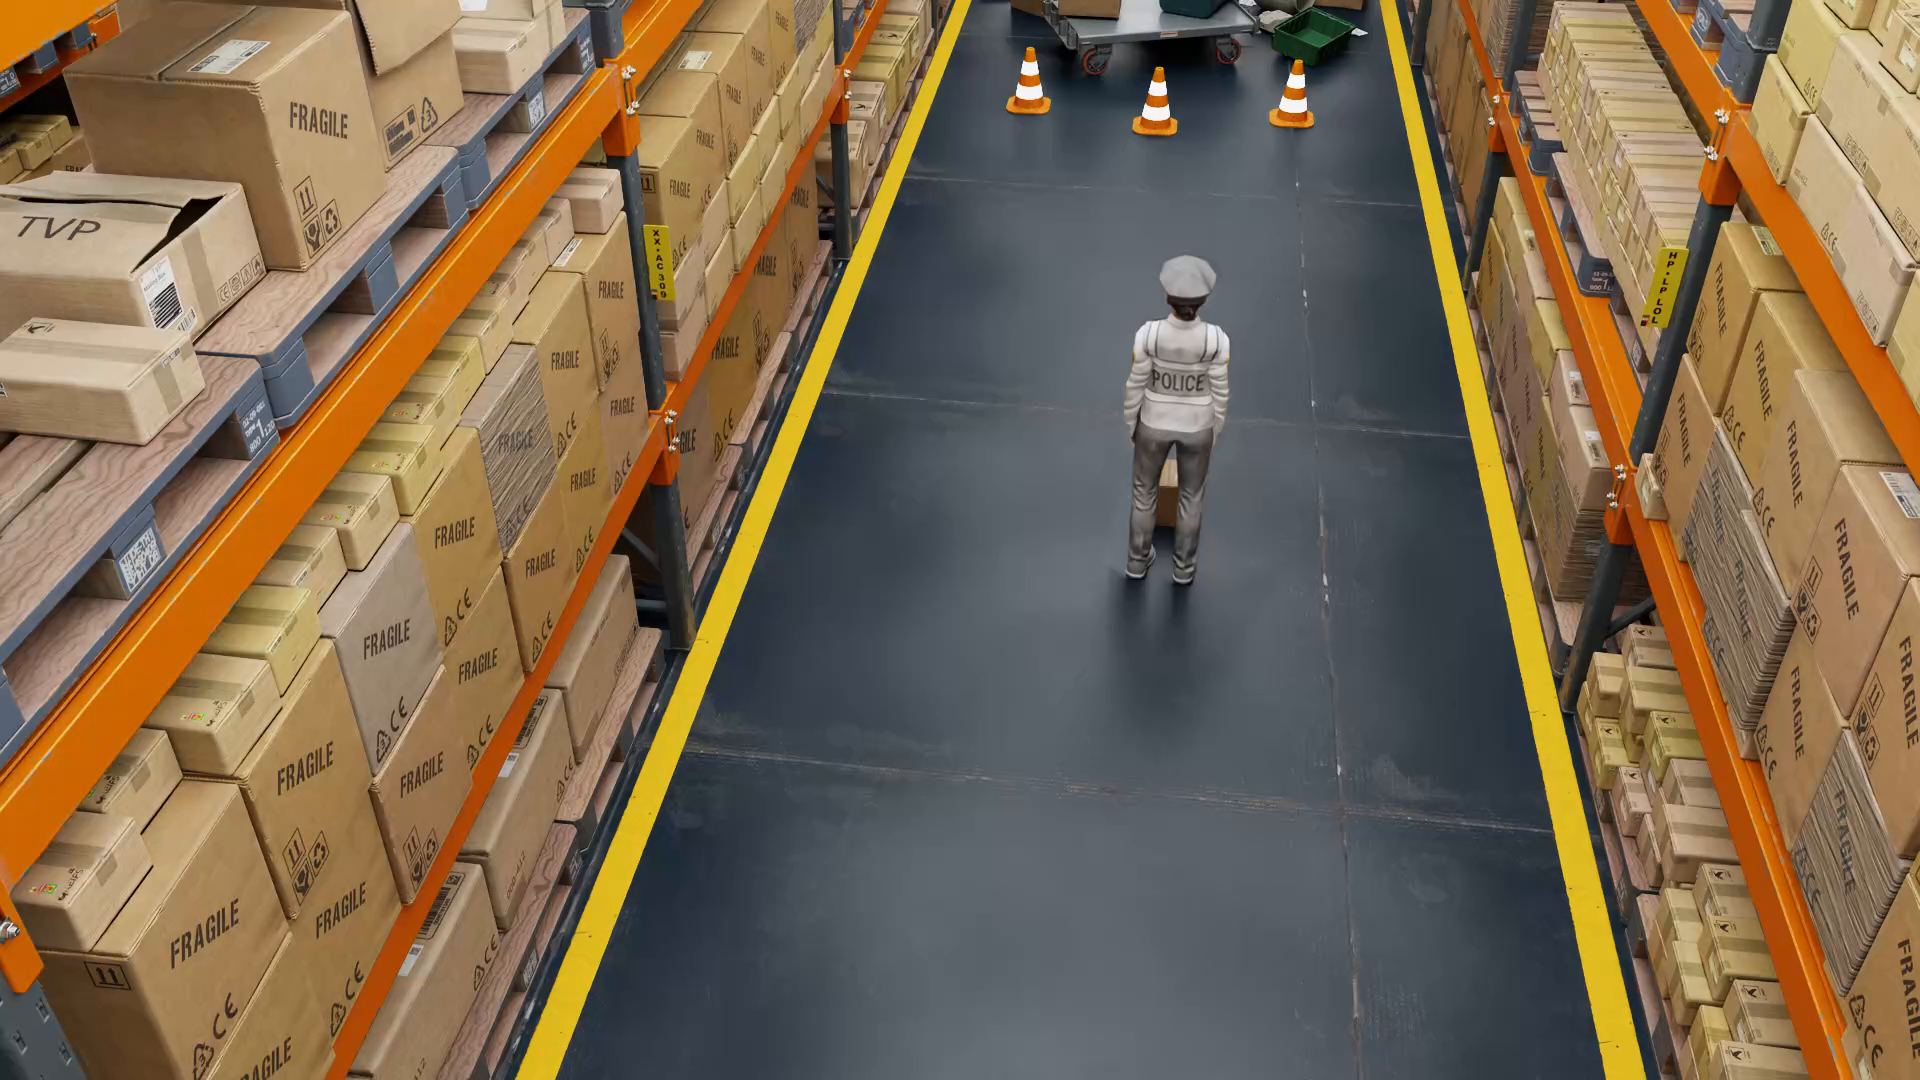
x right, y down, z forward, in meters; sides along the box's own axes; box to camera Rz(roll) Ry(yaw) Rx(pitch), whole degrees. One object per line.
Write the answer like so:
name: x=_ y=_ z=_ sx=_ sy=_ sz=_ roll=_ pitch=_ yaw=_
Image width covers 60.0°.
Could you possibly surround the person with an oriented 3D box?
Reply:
person: x=0.996 y=-0.537 z=7.753 sx=0.468 sy=1.682 sz=0.338 roll=5 pitch=37 yaw=7
